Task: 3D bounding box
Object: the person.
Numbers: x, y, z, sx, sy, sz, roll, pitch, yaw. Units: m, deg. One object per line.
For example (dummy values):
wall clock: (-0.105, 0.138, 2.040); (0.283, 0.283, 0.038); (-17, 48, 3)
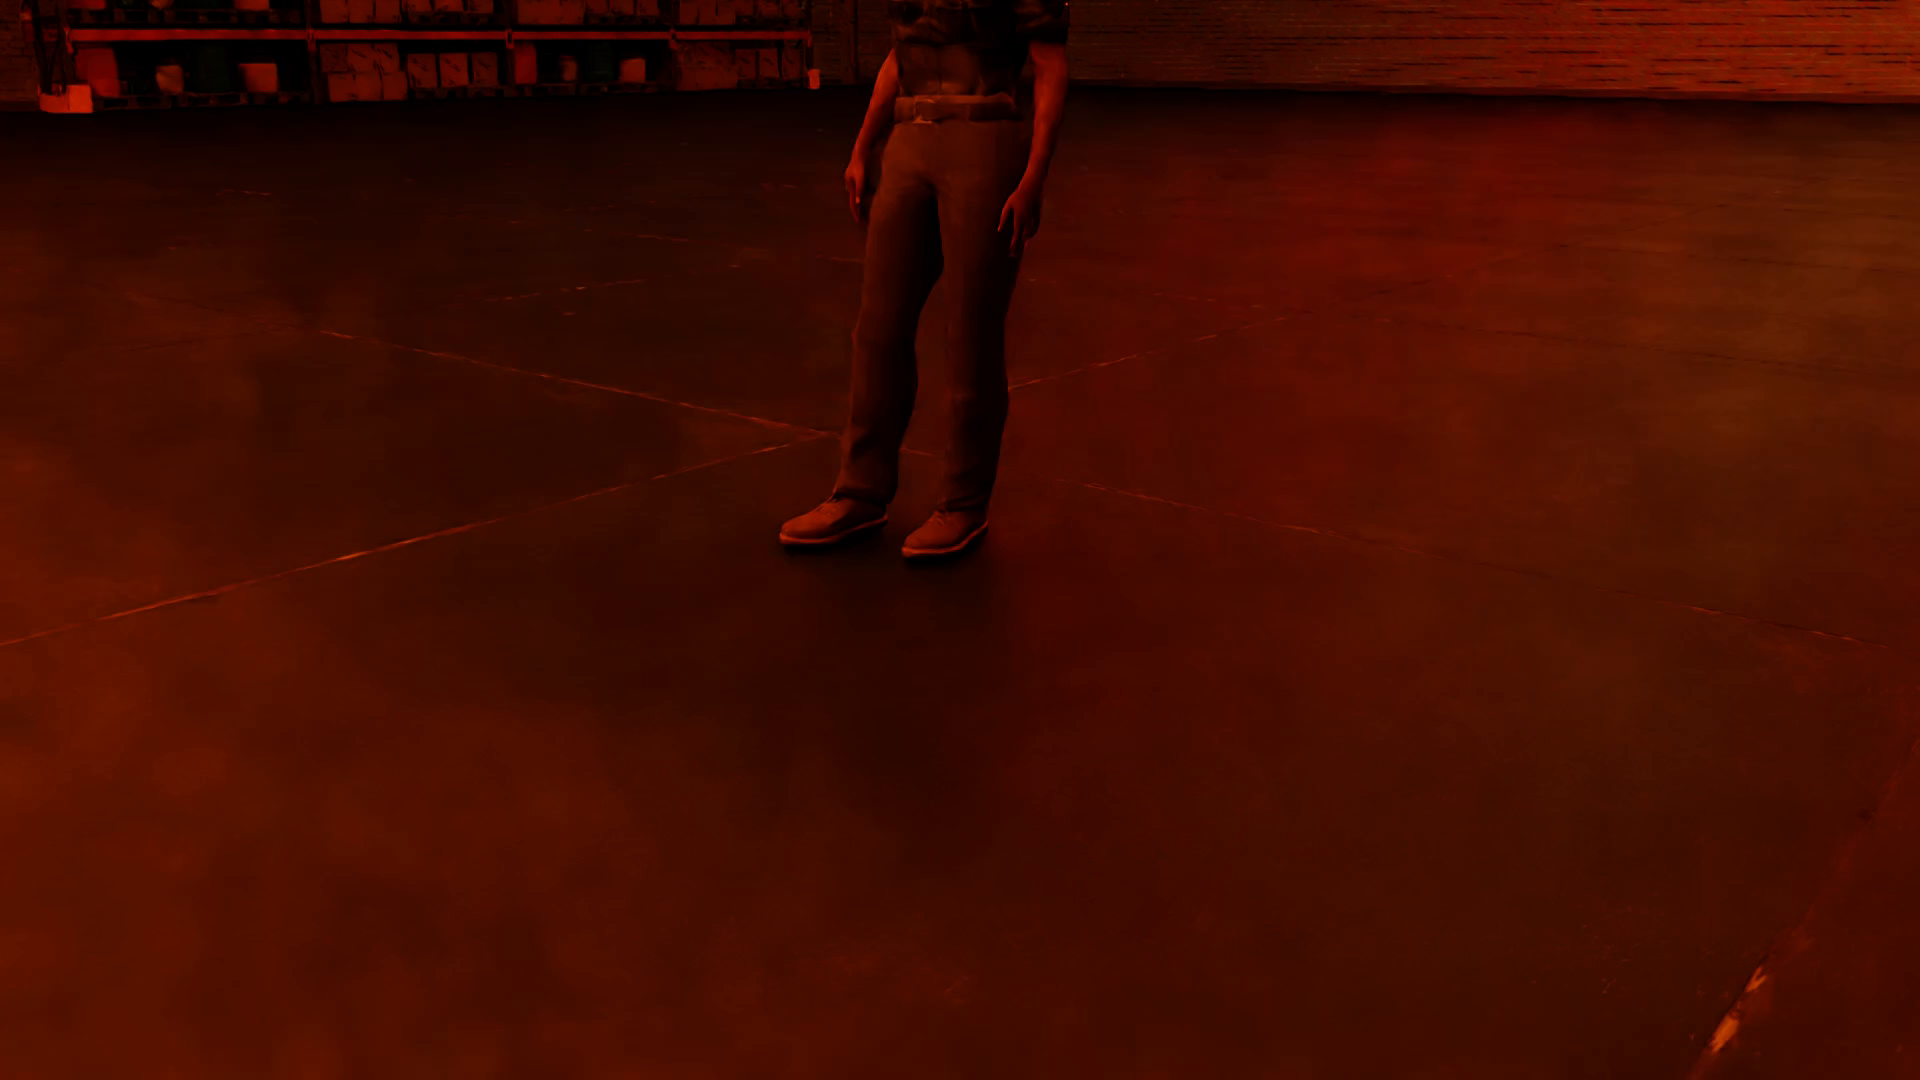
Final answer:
person: (-0.071, -0.783, 3.647); (0.569, 1.656, 0.503); (13, 21, 37)
